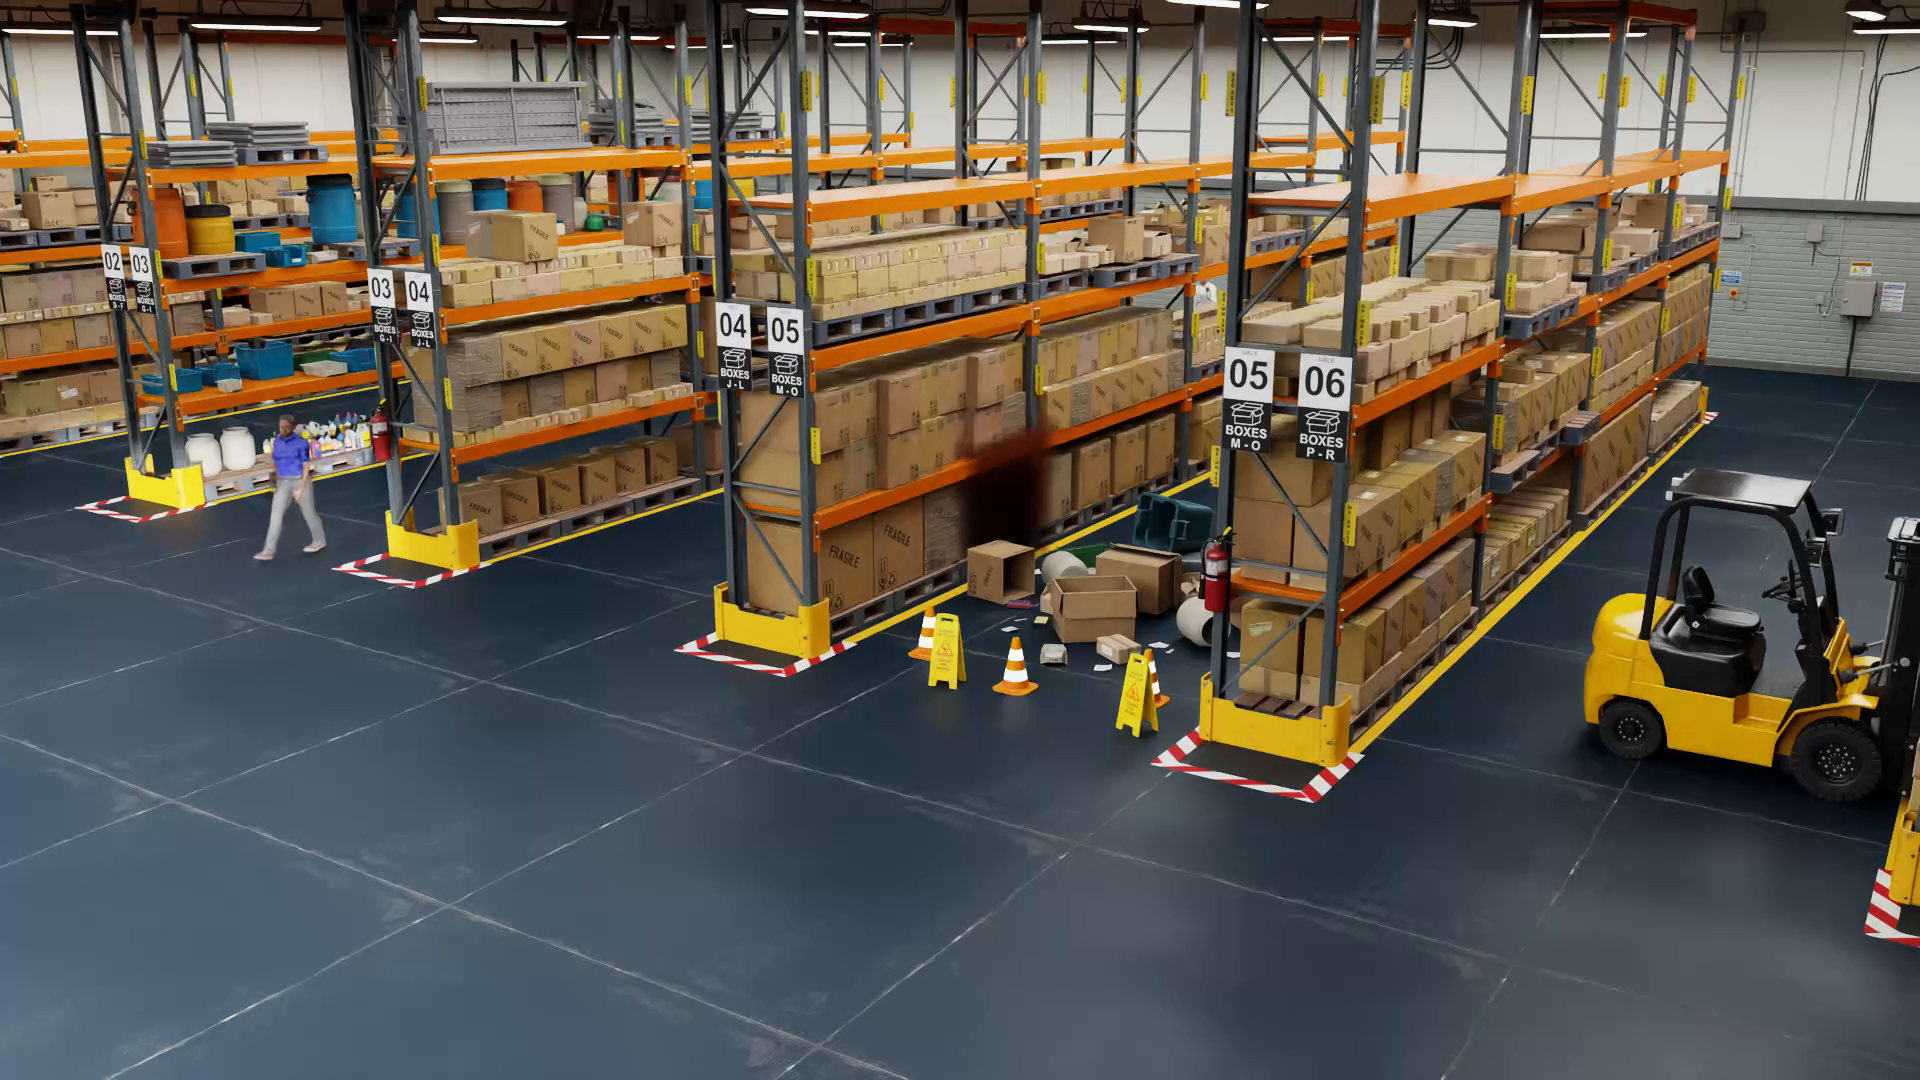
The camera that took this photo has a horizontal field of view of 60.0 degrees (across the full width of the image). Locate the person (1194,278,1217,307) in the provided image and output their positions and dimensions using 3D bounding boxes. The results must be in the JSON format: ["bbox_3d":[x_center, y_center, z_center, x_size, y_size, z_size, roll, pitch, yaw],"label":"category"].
[{"bbox_3d":[4.639,-4.360,31.760,0.527,1.613,1.022,7,17,23],"label":"person"}]

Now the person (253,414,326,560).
[{"bbox_3d":[-7.374,-0.574,18.218,0.494,1.604,0.974,1,16,5],"label":"person"}]
